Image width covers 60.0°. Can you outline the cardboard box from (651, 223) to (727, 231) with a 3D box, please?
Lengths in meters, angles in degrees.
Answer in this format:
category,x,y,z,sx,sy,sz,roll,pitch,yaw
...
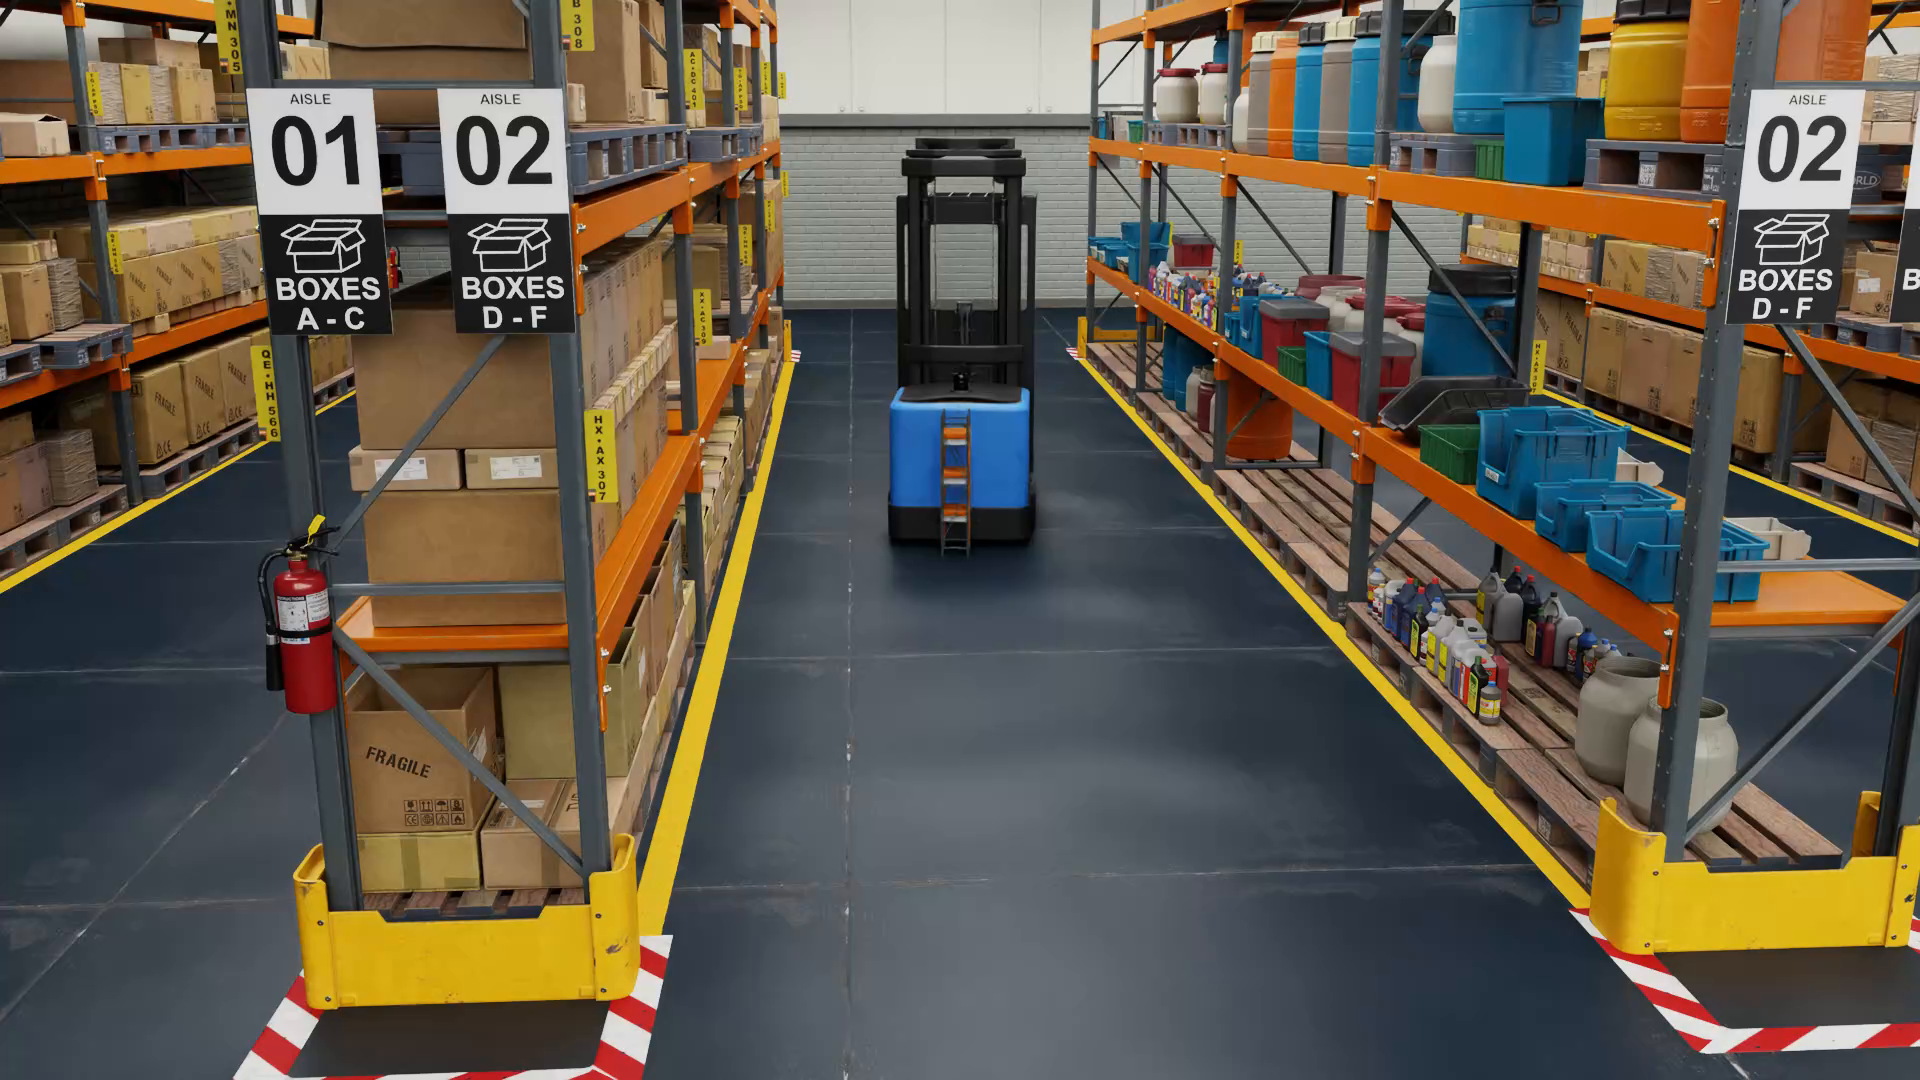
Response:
category,x,y,z,sx,sy,sz,roll,pitch,yaw
cardboard box,-2.729,-2.938,16.884,0.700,0.500,0.500,-6,16,-22

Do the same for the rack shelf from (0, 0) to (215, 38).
category,x,y,z,sx,sy,sz,roll,pitch,yaw
rack shelf,-7.355,-4.596,14.578,1.077,0.370,4.000,-1,14,-3

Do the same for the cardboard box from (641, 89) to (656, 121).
category,x,y,z,sx,sy,sz,roll,pitch,yaw
cardboard box,-1.691,-2.125,8.125,0.380,0.149,0.250,-1,14,-3

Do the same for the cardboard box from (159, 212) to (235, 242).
category,x,y,z,sx,sy,sz,roll,pitch,yaw
cardboard box,-7.141,-2.929,15.549,0.500,0.250,0.500,-1,14,-2

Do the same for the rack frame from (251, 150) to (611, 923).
category,x,y,z,sx,sy,sz,roll,pitch,yaw
rack frame,-1.791,0.177,5.821,1.000,3.000,0.127,-1,14,-3

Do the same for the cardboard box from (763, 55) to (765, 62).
category,x,y,z,sx,sy,sz,roll,pitch,yaw
cardboard box,-2.734,-5.661,20.280,0.700,0.500,0.500,-1,14,-3

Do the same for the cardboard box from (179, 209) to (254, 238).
category,x,y,z,sx,sy,sz,roll,pitch,yaw
cardboard box,-7.172,-3.056,16.043,0.500,0.250,0.500,-1,14,-2

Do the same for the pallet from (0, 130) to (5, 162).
category,x,y,z,sx,sy,sz,roll,pitch,yaw
pallet,-6.982,-2.516,10.641,1.213,0.211,1.003,-1,14,-3

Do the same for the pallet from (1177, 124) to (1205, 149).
category,x,y,z,sx,sy,sz,roll,pitch,yaw
pallet,2.629,-3.769,15.515,1.003,0.211,1.213,-1,14,-3

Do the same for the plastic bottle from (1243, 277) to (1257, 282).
category,x,y,z,sx,sy,sz,roll,pitch,yaw
plastic bottle,2.833,-2.423,16.172,0.152,0.276,0.135,-1,14,-3

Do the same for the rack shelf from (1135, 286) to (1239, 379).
category,x,y,z,sx,sy,sz,roll,pitch,yaw
rack shelf,2.533,-2.038,15.870,1.077,0.370,4.000,-1,14,-3

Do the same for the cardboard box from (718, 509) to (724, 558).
category,x,y,z,sx,sy,sz,roll,pitch,yaw
cardboard box,-1.882,-0.050,11.377,0.500,0.250,0.500,-1,14,-5

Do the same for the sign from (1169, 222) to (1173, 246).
category,x,y,z,sx,sy,sz,roll,pitch,yaw
sign,2.710,-3.970,21.608,0.100,0.325,0.005,-1,14,-3

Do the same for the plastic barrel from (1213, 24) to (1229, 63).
category,x,y,z,sx,sy,sz,roll,pitch,yaw
plastic barrel,2.668,-4.360,15.584,0.600,0.901,0.708,-1,14,-3

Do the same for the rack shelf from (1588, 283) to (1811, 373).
category,x,y,z,sx,sy,sz,roll,pitch,yaw
rack shelf,7.477,-2.114,16.167,1.077,0.370,4.000,-1,14,-3

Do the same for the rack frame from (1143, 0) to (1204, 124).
category,x,y,z,sx,sy,sz,roll,pitch,yaw
rack frame,2.409,-5.789,16.966,1.000,3.000,0.127,-1,14,-3

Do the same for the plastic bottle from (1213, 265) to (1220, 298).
category,x,y,z,sx,sy,sz,roll,pitch,yaw
plastic bottle,2.649,-2.634,16.842,0.144,0.351,0.185,-1,14,-3

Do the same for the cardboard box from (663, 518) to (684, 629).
category,x,y,z,sx,sy,sz,roll,pitch,yaw
cardboard box,-1.773,0.183,8.965,0.500,0.500,0.500,-1,14,-3

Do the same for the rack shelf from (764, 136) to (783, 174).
category,x,y,z,sx,sy,sz,roll,pitch,yaw
rack shelf,-2.659,-4.410,19.069,1.077,0.370,4.000,-1,14,-3

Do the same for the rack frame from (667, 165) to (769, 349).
category,x,y,z,sx,sy,sz,roll,pitch,yaw
rack frame,-2.535,-2.808,17.420,1.000,3.000,0.127,-1,14,-3

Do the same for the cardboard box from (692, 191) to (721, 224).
category,x,y,z,sx,sy,sz,roll,pitch,yaw
cardboard box,-2.824,-3.462,17.756,0.500,0.500,0.500,-1,14,-3

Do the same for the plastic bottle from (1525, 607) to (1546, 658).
category,x,y,z,sx,sy,sz,roll,pitch,yaw
plastic bottle,3.164,0.500,9.130,0.061,0.283,0.133,-1,14,-3

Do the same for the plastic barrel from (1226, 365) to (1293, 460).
category,x,y,z,sx,sy,sz,roll,pitch,yaw
plastic barrel,2.610,-1.162,14.537,0.600,0.830,0.708,-1,14,-3

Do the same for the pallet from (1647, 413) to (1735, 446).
category,x,y,z,sx,sy,sz,roll,pitch,yaw
pallet,7.555,-1.115,16.435,1.003,0.211,1.213,-1,14,-3

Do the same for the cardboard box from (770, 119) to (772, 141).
category,x,y,z,sx,sy,sz,roll,pitch,yaw
cardboard box,-2.409,-4.686,19.000,0.500,0.250,0.500,-1,14,-3

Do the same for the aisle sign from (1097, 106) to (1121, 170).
category,x,y,z,sx,sy,sz,roll,pitch,yaw
aisle sign,1.861,-5.151,21.308,0.394,0.787,0.004,-1,14,-3

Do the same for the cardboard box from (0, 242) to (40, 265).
category,x,y,z,sx,sy,sz,roll,pitch,yaw
cardboard box,-7.145,-2.146,12.463,0.380,0.149,0.250,-3,15,-13

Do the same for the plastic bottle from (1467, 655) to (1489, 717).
category,x,y,z,sx,sy,sz,roll,pitch,yaw
plastic bottle,2.576,0.725,8.259,0.061,0.283,0.133,-1,14,-2

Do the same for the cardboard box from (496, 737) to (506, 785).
category,x,y,z,sx,sy,sz,roll,pitch,yaw
cardboard box,-2.162,1.052,7.094,0.500,0.250,0.500,-1,14,-3

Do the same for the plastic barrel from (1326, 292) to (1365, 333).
category,x,y,z,sx,sy,sz,roll,pitch,yaw
plastic barrel,2.960,-1.585,12.444,0.421,0.512,0.421,0,14,0

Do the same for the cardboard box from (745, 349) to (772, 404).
category,x,y,z,sx,sy,sz,roll,pitch,yaw
cardboard box,-2.218,-1.692,17.217,0.500,0.500,0.500,-1,14,-4

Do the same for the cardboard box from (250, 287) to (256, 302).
category,x,y,z,sx,sy,sz,roll,pitch,yaw
cardboard box,-7.165,-2.411,16.342,0.380,0.149,0.250,0,14,-2

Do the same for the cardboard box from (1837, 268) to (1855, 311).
category,x,y,z,sx,sy,sz,roll,pitch,yaw
cardboard box,7.842,-2.139,14.618,0.500,0.500,0.500,0,14,-2

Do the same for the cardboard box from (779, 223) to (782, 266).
category,x,y,z,sx,sy,sz,roll,pitch,yaw
cardboard box,-2.447,-3.615,20.356,0.500,0.500,0.500,-1,14,-3

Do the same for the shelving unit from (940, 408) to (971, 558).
category,x,y,z,sx,sy,sz,roll,pitch,yaw
shelving unit,-0.030,-0.411,12.017,0.215,1.050,0.252,1,14,3

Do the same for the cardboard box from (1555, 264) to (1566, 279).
category,x,y,z,sx,sy,sz,roll,pitch,yaw
cardboard box,6.975,-3.037,18.814,0.380,0.149,0.250,-1,14,-4

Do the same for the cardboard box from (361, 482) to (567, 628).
category,x,y,z,sx,sy,sz,roll,pitch,yaw
cardboard box,-1.807,0.012,6.260,0.700,0.500,0.500,-1,14,-3

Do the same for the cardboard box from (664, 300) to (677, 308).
category,x,y,z,sx,sy,sz,roll,pitch,yaw
cardboard box,-2.167,-1.444,11.920,0.500,0.500,0.500,-2,15,-6

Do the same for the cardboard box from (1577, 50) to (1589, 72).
category,x,y,z,sx,sy,sz,roll,pitch,yaw
cardboard box,7.220,-5.568,19.379,0.500,0.250,0.500,-1,14,-5

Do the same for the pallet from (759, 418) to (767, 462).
category,x,y,z,sx,sy,sz,roll,pitch,yaw
pallet,-2.368,-0.952,15.801,1.003,0.211,1.213,-1,14,-3

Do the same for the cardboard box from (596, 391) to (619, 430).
category,x,y,z,sx,sy,sz,roll,pitch,yaw
cardboard box,-1.666,-0.544,7.117,0.380,0.149,0.250,-1,14,-5

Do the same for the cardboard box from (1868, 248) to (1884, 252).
category,x,y,z,sx,sy,sz,roll,pitch,yaw
cardboard box,11.775,-3.668,21.269,0.380,0.149,0.250,-1,14,-5

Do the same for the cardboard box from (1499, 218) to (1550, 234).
category,x,y,z,sx,sy,sz,roll,pitch,yaw
cardboard box,6.934,-4.013,20.301,0.500,0.500,0.500,-1,14,-5

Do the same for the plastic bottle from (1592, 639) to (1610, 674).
category,x,y,z,sx,sy,sz,roll,pitch,yaw
plastic bottle,3.324,0.643,8.599,0.097,0.271,0.097,0,14,0

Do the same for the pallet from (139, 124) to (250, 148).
category,x,y,z,sx,sy,sz,roll,pitch,yaw
pallet,-7.373,-3.863,15.886,0.805,0.209,1.217,-1,15,-6

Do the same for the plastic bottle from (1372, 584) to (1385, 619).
category,x,y,z,sx,sy,sz,roll,pitch,yaw
plastic bottle,2.494,0.360,9.842,0.097,0.201,0.097,0,14,0

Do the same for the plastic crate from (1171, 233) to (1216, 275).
category,x,y,z,sx,sy,sz,roll,pitch,yaw
plastic crate,2.604,-3.169,18.576,0.402,0.464,0.583,-1,14,-3

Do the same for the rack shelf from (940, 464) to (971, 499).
category,x,y,z,sx,sy,sz,roll,pitch,yaw
rack shelf,-0.030,-0.401,12.020,0.215,0.259,0.240,1,14,3

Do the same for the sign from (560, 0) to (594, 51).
category,x,y,z,sx,sy,sz,roll,pitch,yaw
sign,-1.237,-1.745,5.356,0.100,0.325,0.005,-1,14,-3

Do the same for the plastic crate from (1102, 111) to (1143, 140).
category,x,y,z,sx,sy,sz,roll,pitch,yaw
plastic crate,1.982,-4.917,19.720,0.504,0.338,0.767,-1,14,-3

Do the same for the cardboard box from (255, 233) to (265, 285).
category,x,y,z,sx,sy,sz,roll,pitch,yaw
cardboard box,-7.198,-2.822,16.636,0.500,0.500,0.500,-1,14,-4

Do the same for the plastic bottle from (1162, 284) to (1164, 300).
category,x,y,z,sx,sy,sz,roll,pitch,yaw
plastic bottle,2.072,-2.498,16.612,0.097,0.201,0.097,0,14,0

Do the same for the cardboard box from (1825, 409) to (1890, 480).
category,x,y,z,sx,sy,sz,roll,pitch,yaw
cardboard box,7.662,-0.801,13.754,0.700,0.500,0.500,-2,15,-6

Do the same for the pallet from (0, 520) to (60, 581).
category,x,y,z,sx,sy,sz,roll,pitch,yaw
pallet,-7.111,0.112,11.668,1.003,0.211,1.213,-1,14,-3

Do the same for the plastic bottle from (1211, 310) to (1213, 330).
category,x,y,z,sx,sy,sz,roll,pitch,yaw
plastic bottle,2.217,-1.915,14.350,0.097,0.201,0.097,0,14,0

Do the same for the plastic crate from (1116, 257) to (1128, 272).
category,x,y,z,sx,sy,sz,roll,pitch,yaw
plastic crate,2.002,-3.213,19.404,0.293,0.136,0.466,-1,14,-3

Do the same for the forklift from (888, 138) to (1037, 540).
category,x,y,z,sx,sy,sz,roll,pitch,yaw
forklift,0.060,-1.732,13.376,1.130,2.935,3.031,1,14,3

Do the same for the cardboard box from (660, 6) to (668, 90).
category,x,y,z,sx,sy,sz,roll,pitch,yaw
cardboard box,-2.096,-3.060,10.334,0.500,0.500,0.500,1,14,2
